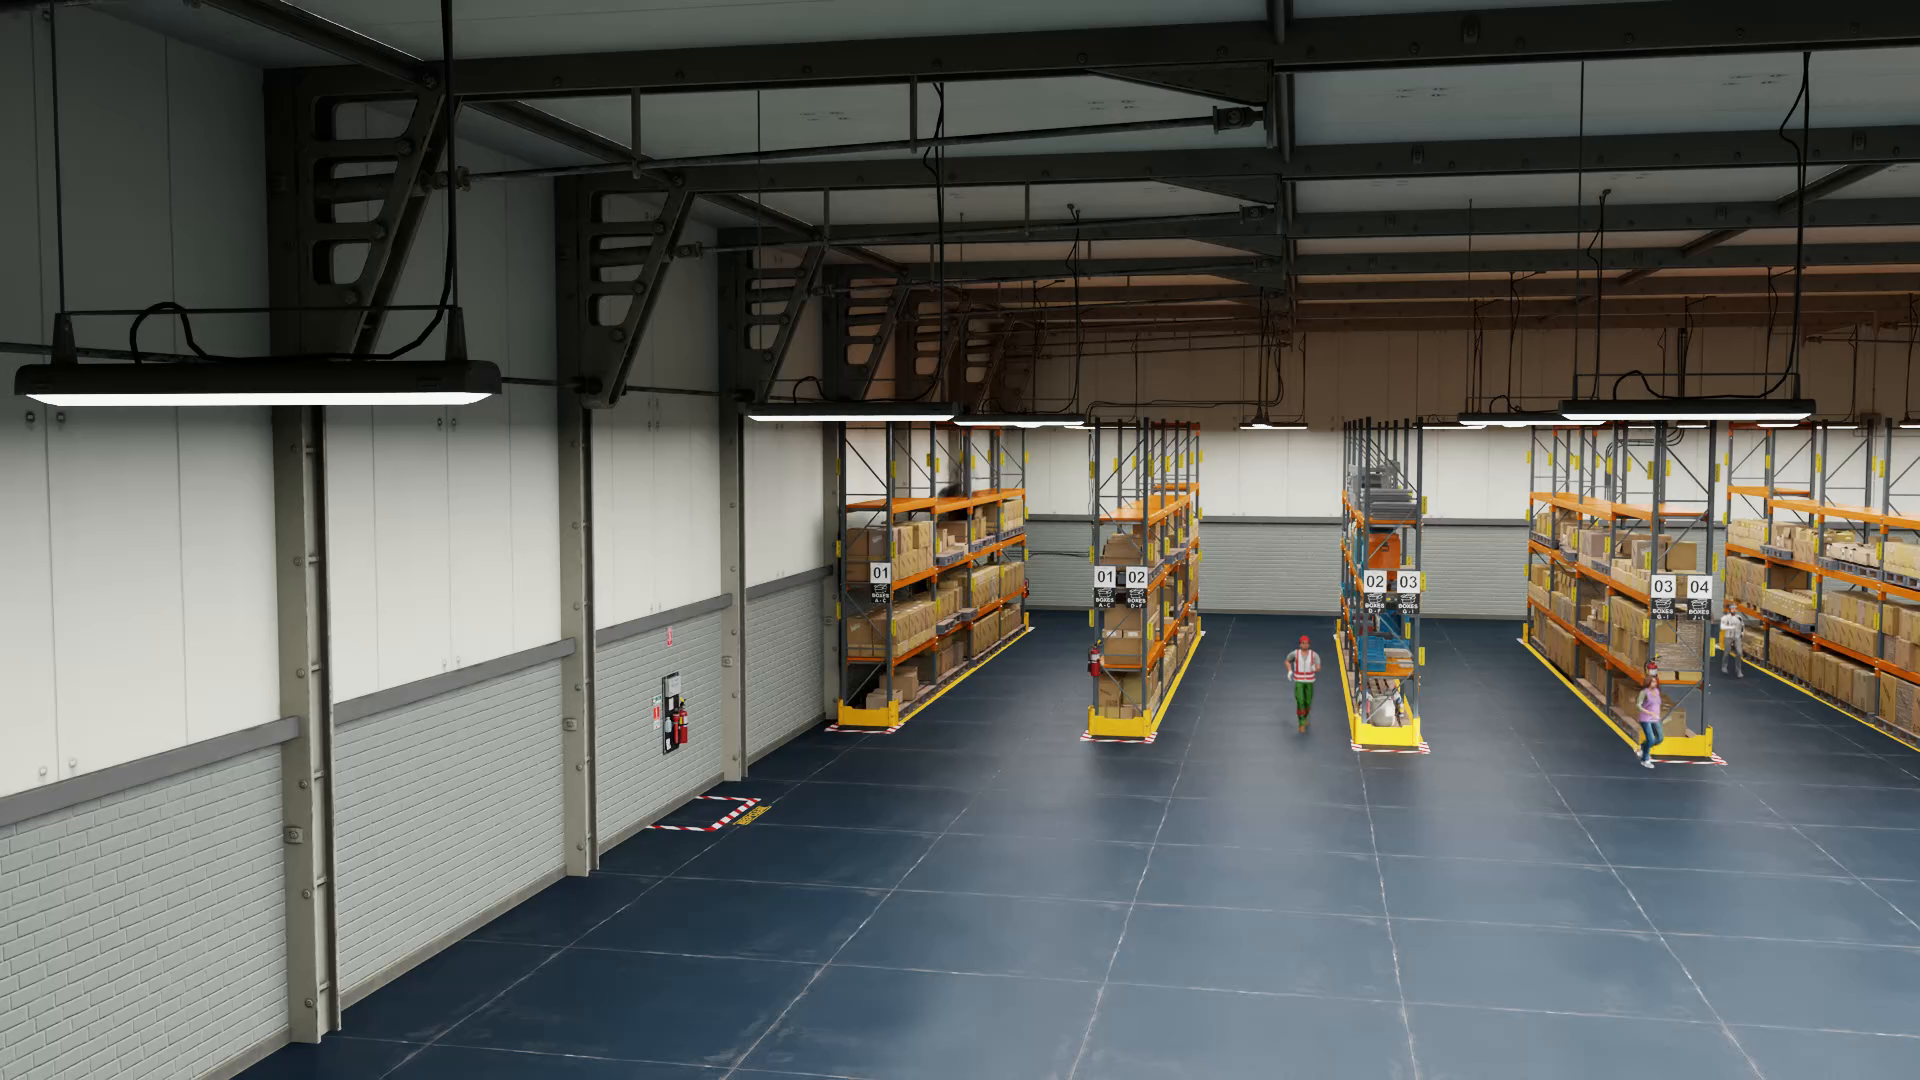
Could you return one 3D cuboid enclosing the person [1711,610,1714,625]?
[{"bbox_3d":[18.609,2.194,41.749,0.588,1.673,0.934,1,4,15],"label":"person"}]

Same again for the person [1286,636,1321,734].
[{"bbox_3d":[6.608,2.747,31.934,0.640,1.824,0.814,0,4,4],"label":"person"}]

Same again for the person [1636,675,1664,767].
[{"bbox_3d":[11.811,3.101,28.463,0.535,1.575,0.545,-2,4,-24],"label":"person"}]

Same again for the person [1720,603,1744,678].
[{"bbox_3d":[18.157,2.346,39.075,0.601,1.763,0.729,1,4,8],"label":"person"}]

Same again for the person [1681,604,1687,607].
[{"bbox_3d":[18.724,2.122,43.110,0.604,1.712,0.679,1,4,15],"label":"person"}]
